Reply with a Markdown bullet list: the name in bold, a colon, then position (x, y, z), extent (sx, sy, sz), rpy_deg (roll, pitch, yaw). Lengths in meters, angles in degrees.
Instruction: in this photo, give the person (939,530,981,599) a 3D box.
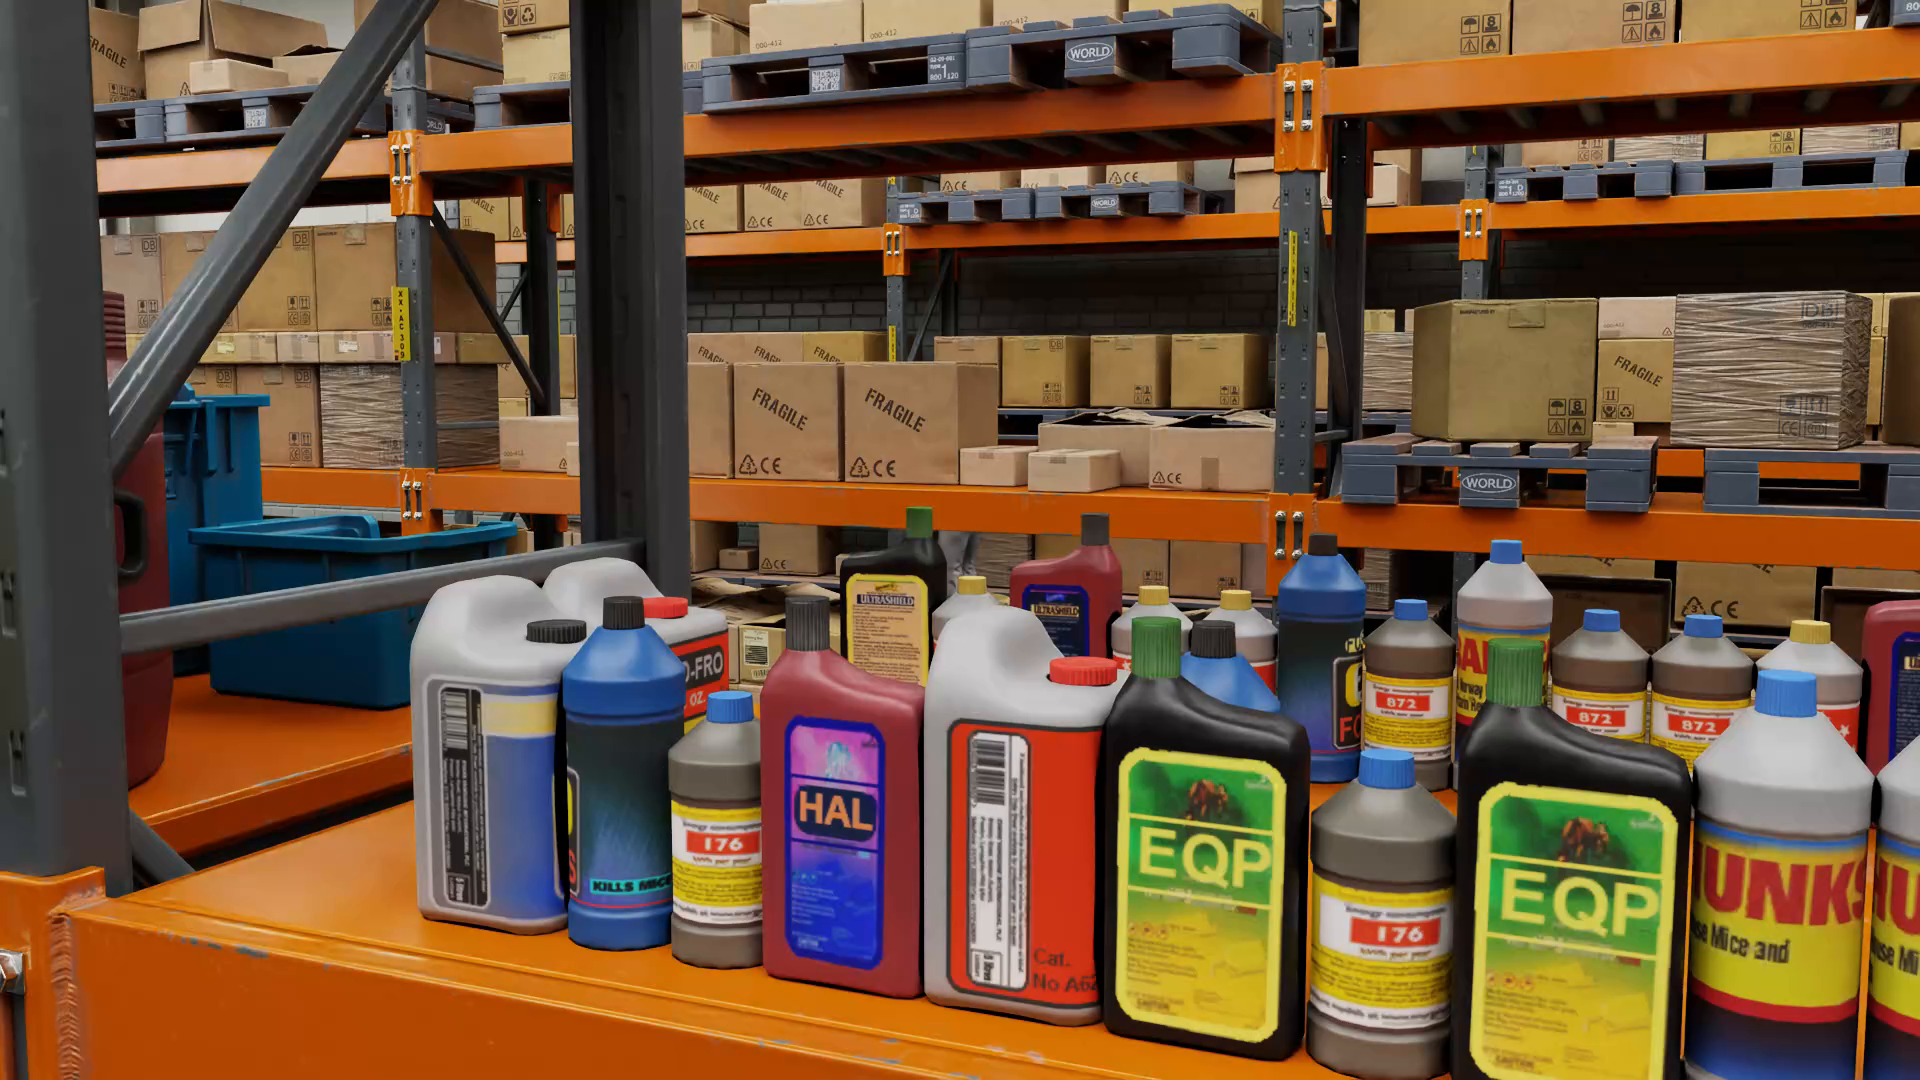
- **person**: position (-0.077, -0.173, 10.923), extent (0.514, 1.691, 0.434), rpy_deg (2, 6, 23)
